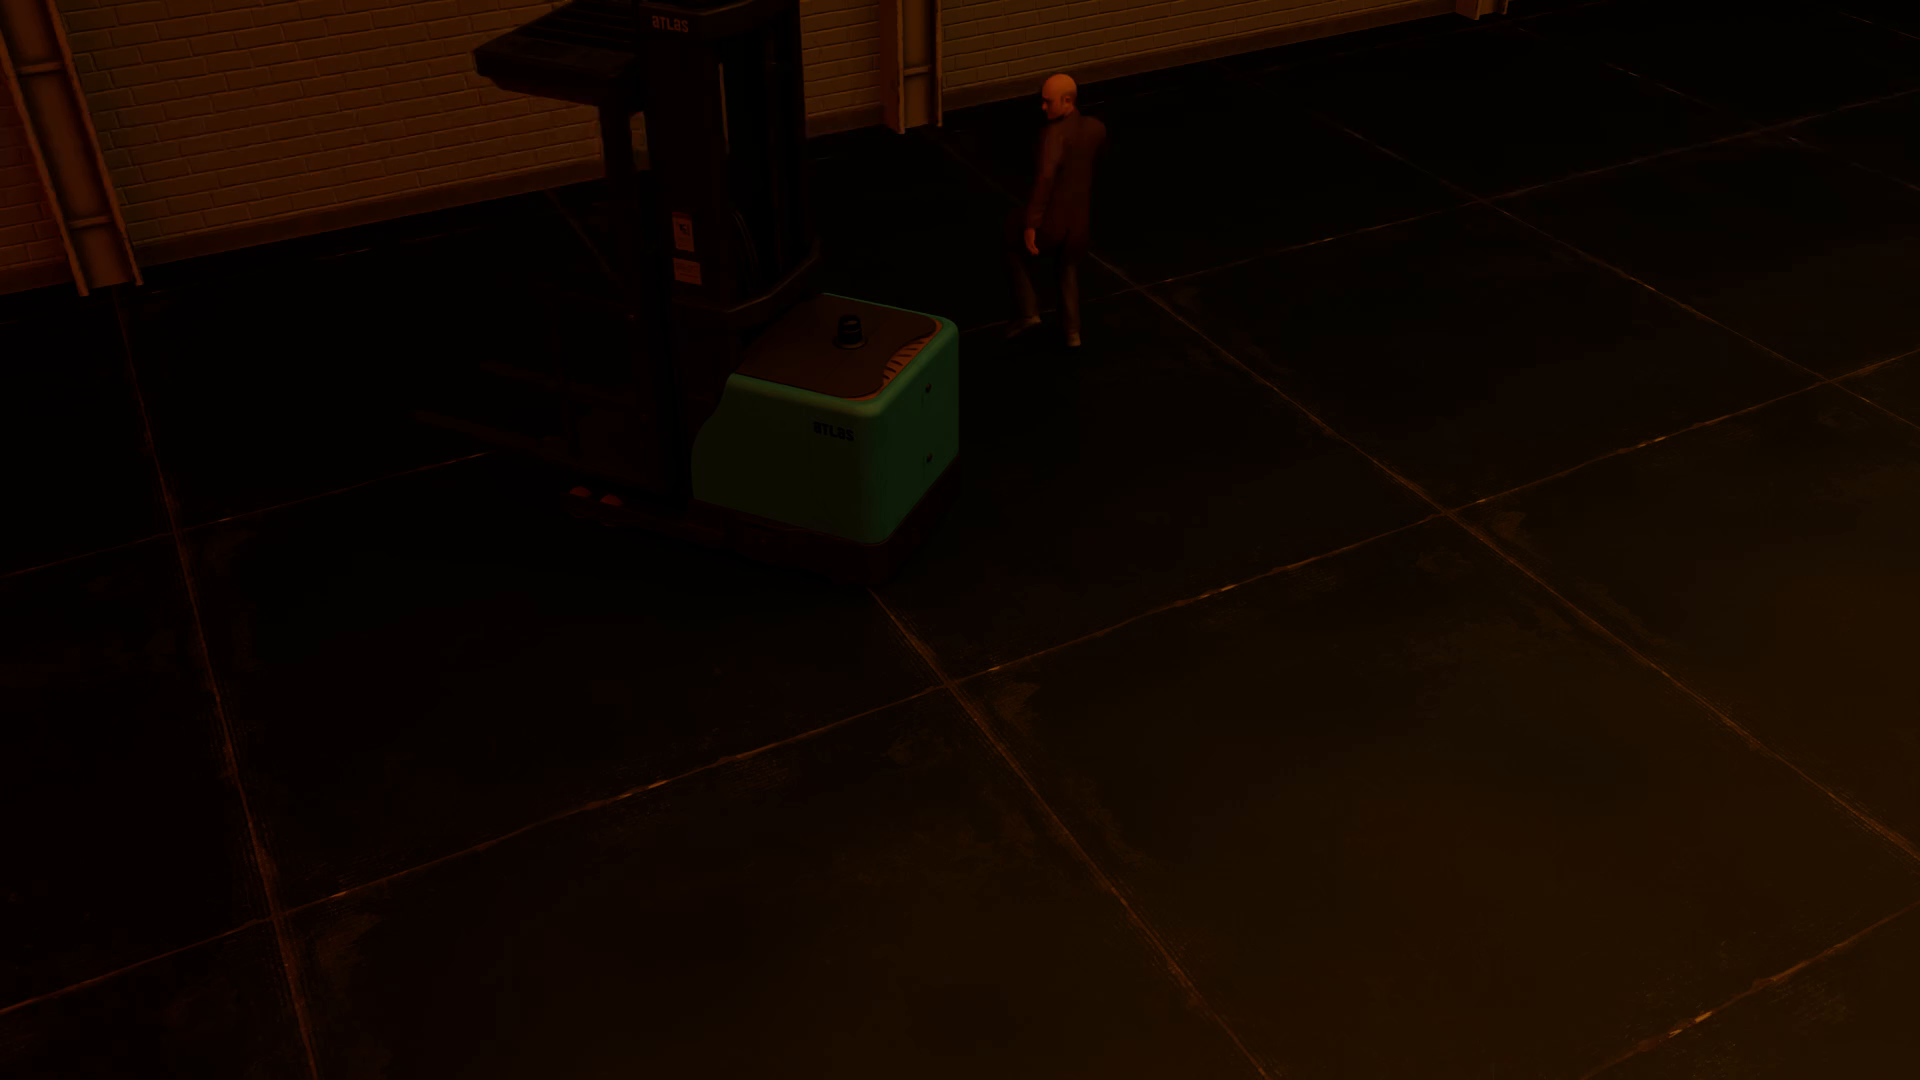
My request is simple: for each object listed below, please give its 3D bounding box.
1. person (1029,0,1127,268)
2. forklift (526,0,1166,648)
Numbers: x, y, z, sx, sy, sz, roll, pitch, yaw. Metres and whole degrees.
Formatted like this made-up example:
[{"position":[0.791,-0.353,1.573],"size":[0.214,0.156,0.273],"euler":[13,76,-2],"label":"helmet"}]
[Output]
[{"position":[0.774,-2.669,10.905],"size":[0.645,1.775,0.442],"euler":[8,36,11],"label":"person"},{"position":[-0.593,-1.023,7.570],"size":[3.031,2.935,1.130],"euler":[-9,36,-13],"label":"forklift"}]
